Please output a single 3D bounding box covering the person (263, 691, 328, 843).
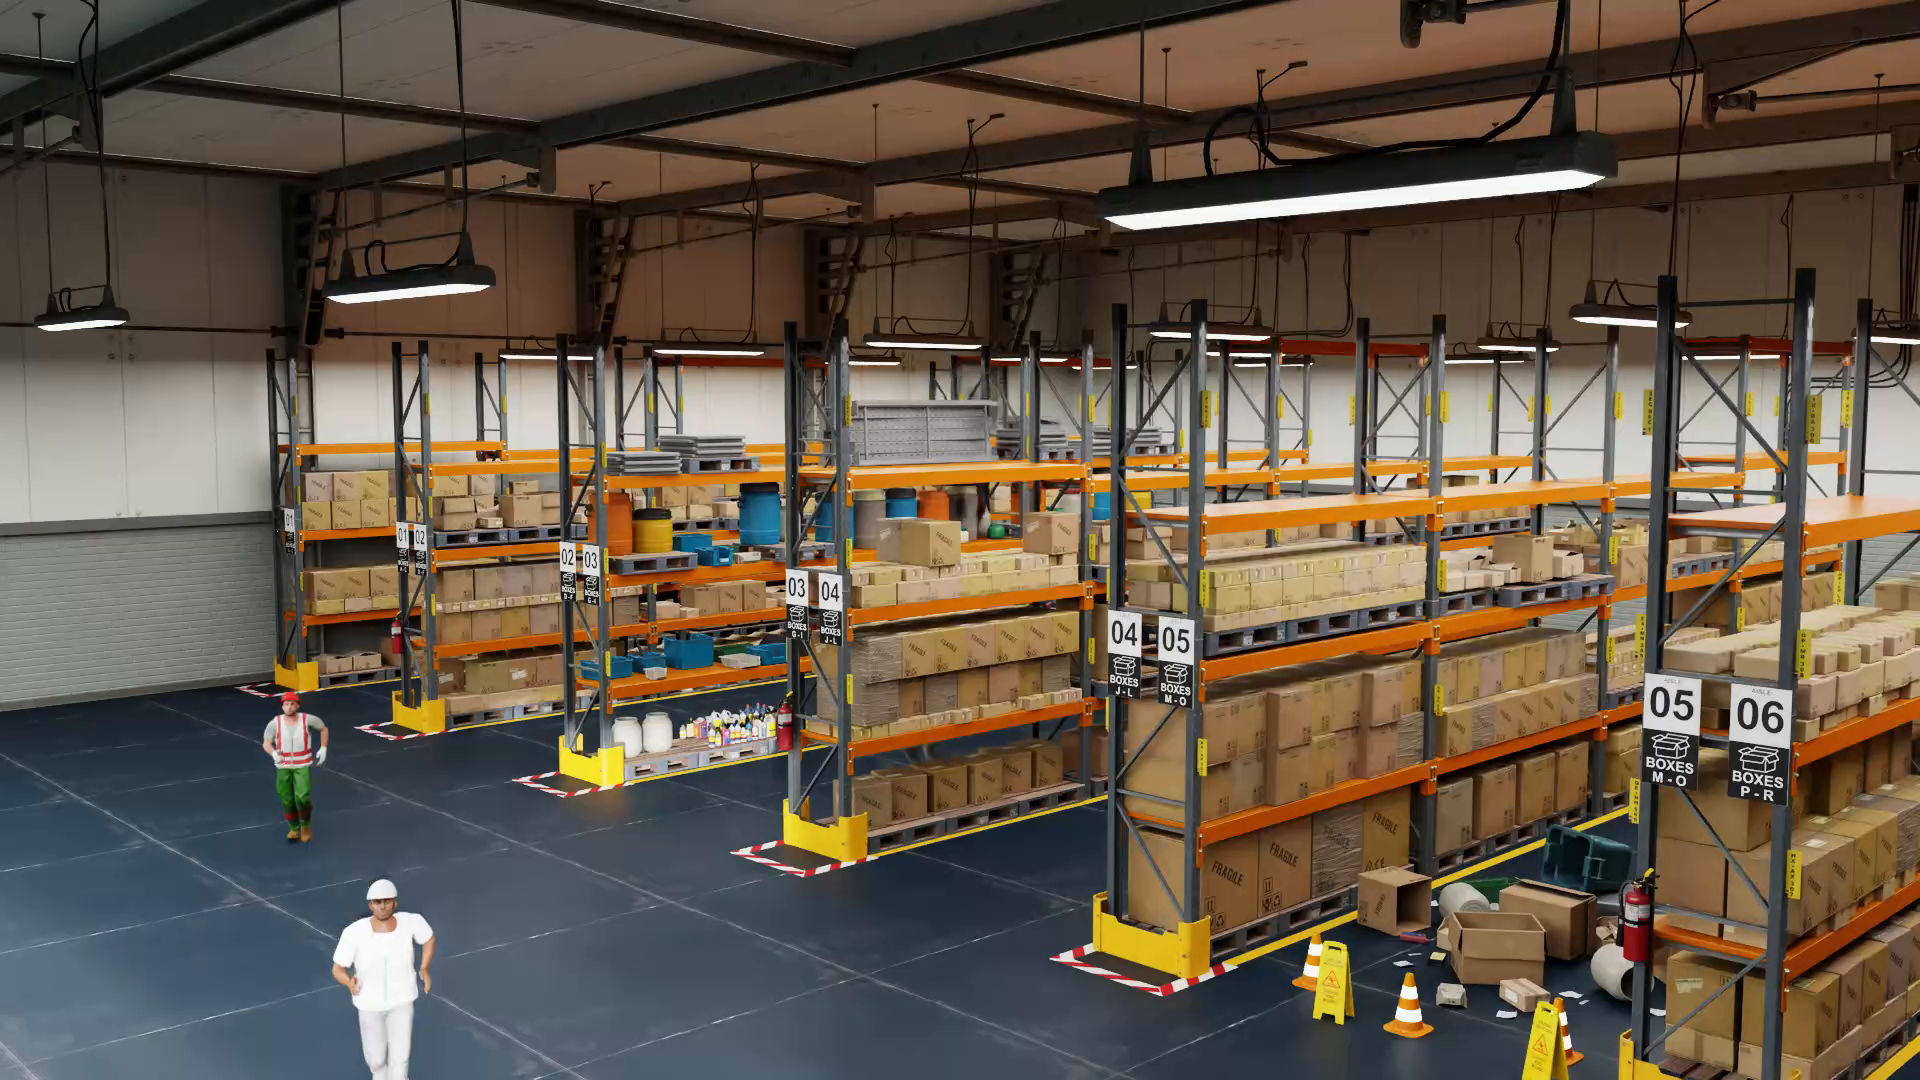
[{"bbox_3d":[-7.657,2.631,19.142,0.676,1.785,0.673,-1,5,-15],"label":"person"}]

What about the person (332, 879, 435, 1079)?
[{"bbox_3d":[-4.053,3.262,11.739,0.700,1.762,0.956,-2,5,-20],"label":"person"}]

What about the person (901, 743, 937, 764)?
[{"bbox_3d":[-0.544,2.392,22.196,0.545,1.686,0.657,4,6,36],"label":"person"}]
